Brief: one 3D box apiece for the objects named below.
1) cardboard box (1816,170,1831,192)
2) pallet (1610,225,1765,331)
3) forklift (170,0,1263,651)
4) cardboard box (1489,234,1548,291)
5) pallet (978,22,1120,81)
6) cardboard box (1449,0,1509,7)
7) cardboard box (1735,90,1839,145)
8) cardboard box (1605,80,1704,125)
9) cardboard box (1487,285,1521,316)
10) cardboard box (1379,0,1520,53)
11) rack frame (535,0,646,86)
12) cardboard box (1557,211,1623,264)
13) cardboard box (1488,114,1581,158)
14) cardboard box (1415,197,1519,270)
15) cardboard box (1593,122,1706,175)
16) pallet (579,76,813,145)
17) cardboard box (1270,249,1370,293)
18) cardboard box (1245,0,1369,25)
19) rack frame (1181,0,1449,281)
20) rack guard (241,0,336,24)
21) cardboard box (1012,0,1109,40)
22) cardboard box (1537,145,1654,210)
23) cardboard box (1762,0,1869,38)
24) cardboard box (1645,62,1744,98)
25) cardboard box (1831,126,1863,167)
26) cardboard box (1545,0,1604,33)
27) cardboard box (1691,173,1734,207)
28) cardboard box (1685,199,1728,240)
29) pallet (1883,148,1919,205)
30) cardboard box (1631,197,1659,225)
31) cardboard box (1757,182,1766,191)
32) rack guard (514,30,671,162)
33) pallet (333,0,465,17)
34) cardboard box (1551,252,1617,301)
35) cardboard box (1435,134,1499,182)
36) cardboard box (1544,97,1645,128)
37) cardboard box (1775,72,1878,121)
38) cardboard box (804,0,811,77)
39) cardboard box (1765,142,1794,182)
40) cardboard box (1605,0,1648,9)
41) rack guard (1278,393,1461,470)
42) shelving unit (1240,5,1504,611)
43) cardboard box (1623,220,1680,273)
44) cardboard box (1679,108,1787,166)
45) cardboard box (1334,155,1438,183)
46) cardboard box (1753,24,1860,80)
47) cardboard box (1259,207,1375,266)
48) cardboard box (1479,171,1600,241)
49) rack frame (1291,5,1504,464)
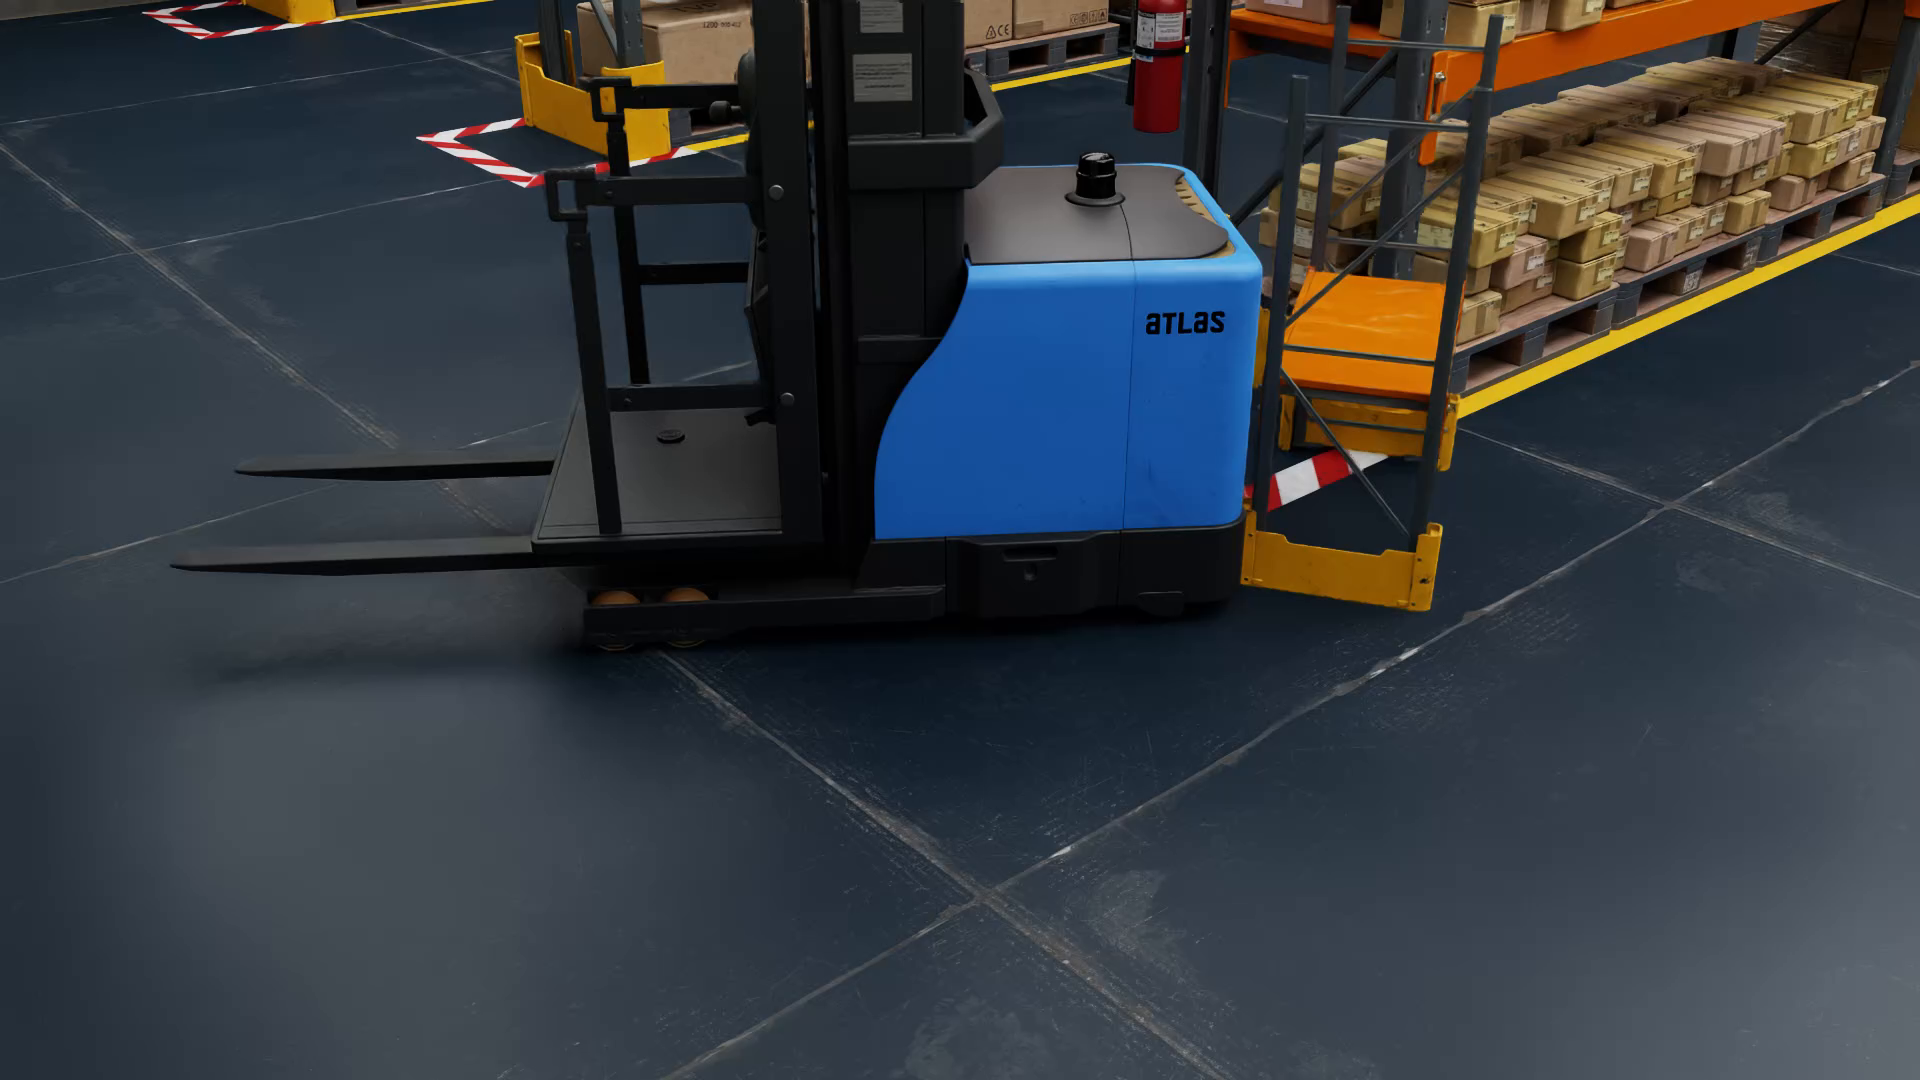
[{"bbox_3d":[3.920,-1.772,7.962,0.250,0.149,0.380,-21,34,-34],"label":"cardboard box"},{"bbox_3d":[2.833,-1.312,7.482,1.213,0.211,1.003,-22,35,-35],"label":"pallet"},{"bbox_3d":[-0.729,-1.242,4.464,3.031,2.935,1.130,-2,28,-4],"label":"forklift"},{"bbox_3d":[2.016,-1.103,6.394,0.250,0.149,0.380,-22,35,-35],"label":"cardboard box"},{"bbox_3d":[0.330,-3.445,11.473,1.213,0.211,1.003,-22,35,-35],"label":"pallet"},{"bbox_3d":[1.727,-2.125,5.623,0.500,0.500,0.500,-20,34,-33],"label":"cardboard box"},{"bbox_3d":[3.794,-1.953,7.669,0.250,0.149,0.380,-22,35,-35],"label":"cardboard box"},{"bbox_3d":[3.261,-2.049,7.849,0.250,0.149,0.380,-23,36,-36],"label":"cardboard box"},{"bbox_3d":[1.959,-0.995,6.508,0.250,0.149,0.380,-22,35,-35],"label":"cardboard box"},{"bbox_3d":[1.666,-1.783,5.670,0.250,0.149,0.380,-22,35,-35],"label":"cardboard box"},{"bbox_3d":[-2.083,-3.656,8.908,0.127,3.000,1.000,-22,35,-35],"label":"rack frame"},{"bbox_3d":[2.411,-1.249,6.668,0.250,0.149,0.380,-21,34,-33],"label":"cardboard box"},{"bbox_3d":[2.466,-1.736,7.263,0.250,0.149,0.380,-23,36,-36],"label":"cardboard box"},{"bbox_3d":[1.825,-1.141,6.150,0.250,0.149,0.380,-24,36,-37],"label":"cardboard box"},{"bbox_3d":[2.943,-1.662,7.125,0.250,0.149,0.380,-22,35,-35],"label":"cardboard box"},{"bbox_3d":[-1.526,-2.699,10.076,1.213,0.211,1.003,-22,35,-35],"label":"pallet"},{"bbox_3d":[1.471,-1.076,6.659,0.250,0.149,0.380,-21,35,-34],"label":"cardboard box"},{"bbox_3d":[1.271,-2.002,6.081,0.250,0.149,0.380,-22,35,-35],"label":"cardboard box"},{"bbox_3d":[1.206,-1.912,5.645,0.127,3.000,1.000,-22,35,-35],"label":"rack frame"},{"bbox_3d":[-5.250,-4.355,12.869,0.348,0.500,1.175,-22,35,-35],"label":"rack guard"},{"bbox_3d":[0.412,-3.781,11.416,0.875,0.438,0.875,-22,35,-36],"label":"cardboard box"},{"bbox_3d":[2.584,-1.486,6.797,0.250,0.149,0.380,-20,34,-33],"label":"cardboard box"},{"bbox_3d":[4.652,-2.868,8.844,0.500,0.250,0.500,-23,36,-36],"label":"cardboard box"},{"bbox_3d":[3.605,-2.232,8.191,0.250,0.149,0.380,-20,34,-33],"label":"cardboard box"},{"bbox_3d":[4.018,-1.897,7.881,0.250,0.149,0.380,-24,36,-37],"label":"cardboard box"},{"bbox_3d":[2.072,-1.938,5.961,0.250,0.149,0.380,-23,36,-36],"label":"cardboard box"},{"bbox_3d":[3.173,-1.607,7.339,0.250,0.149,0.380,-24,36,-37],"label":"cardboard box"},{"bbox_3d":[3.143,-1.449,7.358,0.250,0.149,0.380,-21,35,-34],"label":"cardboard box"},{"bbox_3d":[4.841,-2.144,9.039,1.213,0.211,1.003,-22,35,-35],"label":"pallet"},{"bbox_3d":[2.731,-1.462,7.067,0.250,0.149,0.380,-20,34,-32],"label":"cardboard box"},{"bbox_3d":[3.482,-1.631,7.698,0.250,0.149,0.380,-23,36,-36],"label":"cardboard box"},{"bbox_3d":[-2.102,-2.546,9.484,0.348,0.500,1.175,-22,35,-35],"label":"rack guard"},{"bbox_3d":[-4.644,-4.472,13.395,1.213,0.211,1.003,-22,35,-35],"label":"pallet"},{"bbox_3d":[2.409,-1.112,6.728,0.250,0.149,0.380,-21,35,-34],"label":"cardboard box"},{"bbox_3d":[2.026,-1.593,6.995,0.250,0.149,0.380,-24,36,-37],"label":"cardboard box"},{"bbox_3d":[2.860,-1.887,7.547,0.250,0.149,0.380,-24,36,-37],"label":"cardboard box"},{"bbox_3d":[4.148,-2.124,7.989,0.250,0.149,0.380,-21,34,-34],"label":"cardboard box"},{"bbox_3d":[-0.955,-3.232,10.388,0.875,0.438,0.875,-21,34,-34],"label":"cardboard box"},{"bbox_3d":[3.571,-1.767,7.638,0.250,0.149,0.380,-22,35,-34],"label":"cardboard box"},{"bbox_3d":[2.402,-2.141,6.341,0.250,0.149,0.380,-22,35,-35],"label":"cardboard box"},{"bbox_3d":[1.407,-0.406,5.745,0.587,0.250,0.087,9,29,16],"label":"rack guard"},{"bbox_3d":[1.256,-0.734,5.032,0.587,1.500,1.083,9,29,16],"label":"shelving unit"},{"bbox_3d":[2.787,-1.269,7.022,0.250,0.149,0.380,-24,36,-37],"label":"cardboard box"},{"bbox_3d":[3.400,-1.785,7.356,0.250,0.149,0.380,-24,36,-37],"label":"cardboard box"},{"bbox_3d":[1.673,-1.411,6.656,0.250,0.149,0.380,-21,35,-34],"label":"cardboard box"},{"bbox_3d":[4.649,-2.535,9.018,0.500,0.500,0.500,-23,36,-36],"label":"cardboard box"},{"bbox_3d":[1.423,-1.235,6.642,0.250,0.149,0.380,-23,36,-36],"label":"cardboard box"},{"bbox_3d":[2.232,-1.299,6.447,0.250,0.149,0.380,-22,35,-35],"label":"cardboard box"},{"bbox_3d":[1.413,-0.966,5.467,0.500,1.500,0.032,9,29,16],"label":"rack frame"}]
